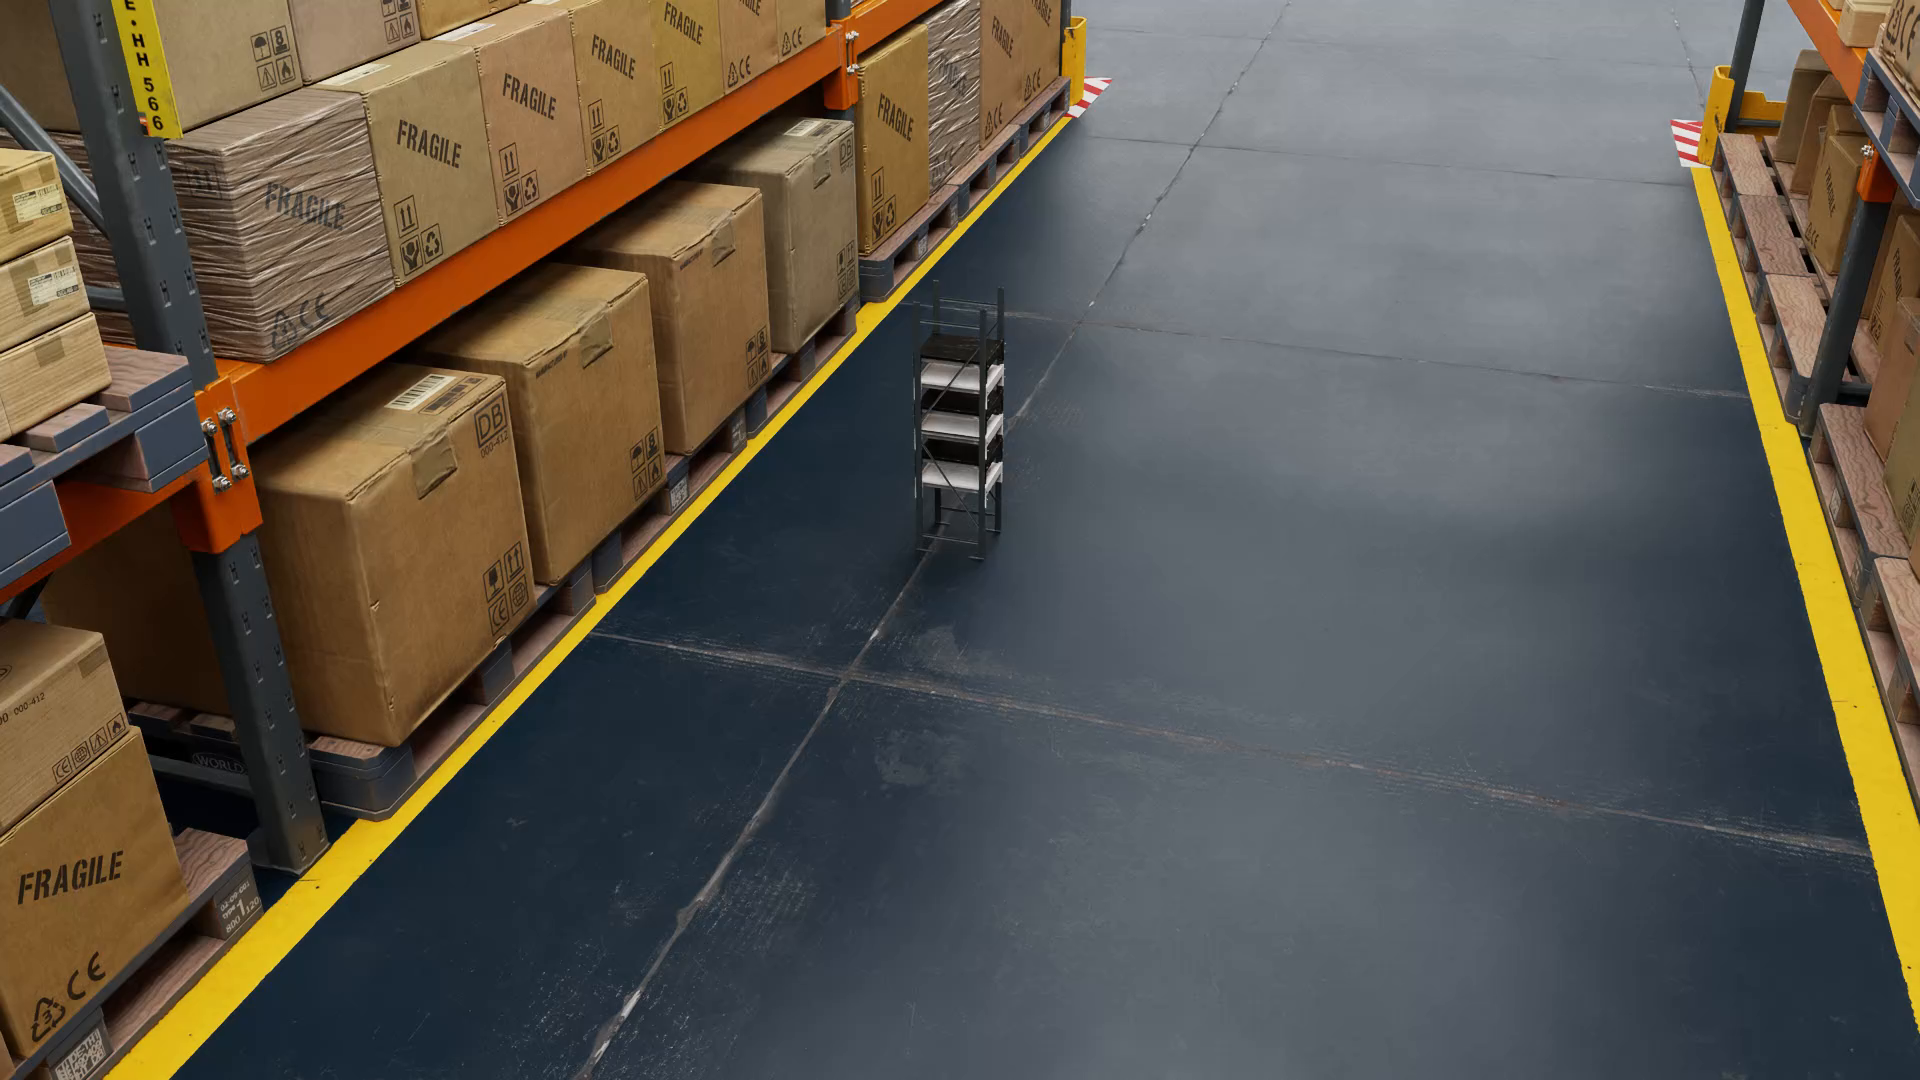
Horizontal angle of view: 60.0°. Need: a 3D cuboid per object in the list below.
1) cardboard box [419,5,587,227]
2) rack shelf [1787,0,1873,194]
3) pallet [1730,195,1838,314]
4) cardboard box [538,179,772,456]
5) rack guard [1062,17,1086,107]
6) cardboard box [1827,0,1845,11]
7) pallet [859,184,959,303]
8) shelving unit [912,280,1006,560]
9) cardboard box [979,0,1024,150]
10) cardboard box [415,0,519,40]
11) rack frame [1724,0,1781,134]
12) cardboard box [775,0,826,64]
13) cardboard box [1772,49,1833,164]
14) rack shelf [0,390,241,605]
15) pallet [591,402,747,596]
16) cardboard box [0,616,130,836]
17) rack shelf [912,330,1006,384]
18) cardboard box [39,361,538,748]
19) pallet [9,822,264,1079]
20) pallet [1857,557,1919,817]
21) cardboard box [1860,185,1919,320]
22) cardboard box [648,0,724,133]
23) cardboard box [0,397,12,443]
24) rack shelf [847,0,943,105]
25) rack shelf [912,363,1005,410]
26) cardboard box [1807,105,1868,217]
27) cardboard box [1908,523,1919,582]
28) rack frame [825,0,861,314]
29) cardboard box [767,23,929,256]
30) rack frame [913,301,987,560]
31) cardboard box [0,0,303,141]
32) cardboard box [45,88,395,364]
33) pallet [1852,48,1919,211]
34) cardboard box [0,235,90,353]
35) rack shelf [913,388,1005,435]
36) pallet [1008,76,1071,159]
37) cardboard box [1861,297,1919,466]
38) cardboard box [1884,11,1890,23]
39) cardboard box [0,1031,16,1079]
[{"bbox_3d":[-1.442,-1.239,4.789,0.500,0.500,0.500,8,30,15],"label":"cardboard box"},{"bbox_3d":[4.346,-2.274,7.491,1.077,0.370,4.000,8,30,15],"label":"rack shelf"},{"bbox_3d":[4.278,-1.326,7.916,1.003,0.211,1.213,8,30,15],"label":"pallet"},{"bbox_3d":[-1.336,-0.865,6.101,1.050,0.750,0.750,8,30,15],"label":"cardboard box"},{"bbox_3d":[0.228,-3.191,10.972,1.175,0.500,0.348,8,30,15],"label":"rack guard"},{"bbox_3d":[3.995,-2.386,7.211,0.380,0.149,0.250,8,30,15],"label":"cardboard box"},{"bbox_3d":[-0.655,-1.537,8.296,1.003,0.211,1.213,8,30,15],"label":"pallet"},{"bbox_3d":[-0.002,-0.389,5.524,0.258,0.900,0.210,8,30,15],"label":"shelving unit"},{"bbox_3d":[-0.171,-2.793,9.439,0.875,0.875,0.875,8,30,14],"label":"cardboard box"},{"bbox_3d":[-1.690,-1.716,4.618,0.700,0.500,0.500,8,30,14],"label":"cardboard box"},{"bbox_3d":[4.933,-3.517,8.987,1.000,3.000,0.127,8,30,15],"label":"rack frame"},{"bbox_3d":[-0.851,-2.176,6.474,0.500,0.500,0.500,8,30,15],"label":"cardboard box"},{"bbox_3d":[4.733,-2.321,8.976,0.500,0.500,0.500,14,32,24],"label":"cardboard box"},{"bbox_3d":[-2.714,0.689,2.165,1.077,0.370,4.000,8,30,15],"label":"rack shelf"},{"bbox_3d":[-1.464,-0.257,5.994,1.003,0.211,1.213,8,30,15],"label":"pallet"},{"bbox_3d":[-2.077,0.382,3.346,0.500,0.250,0.500,8,30,14],"label":"cardboard box"},{"bbox_3d":[-0.002,-0.596,5.409,0.258,0.077,0.200,8,30,15],"label":"rack shelf"},{"bbox_3d":[-1.863,-0.025,4.591,1.050,0.750,0.750,8,30,14],"label":"cardboard box"},{"bbox_3d":[-2.358,1.027,3.686,1.003,0.211,1.213,8,30,15],"label":"pallet"},{"bbox_3d":[3.175,0.491,4.650,1.003,0.211,1.213,8,30,15],"label":"pallet"},{"bbox_3d":[4.075,-1.197,6.956,0.500,0.500,0.500,19,34,30],"label":"cardboard box"},{"bbox_3d":[-1.147,-1.707,5.629,0.500,0.500,0.500,9,30,15],"label":"cardboard box"},{"bbox_3d":[-1.907,-0.218,2.883,0.380,0.149,0.250,8,30,15],"label":"cardboard box"},{"bbox_3d":[-0.366,-3.028,8.848,1.077,0.370,4.000,8,30,15],"label":"rack shelf"},{"bbox_3d":[-0.002,-0.518,5.453,0.258,0.077,0.200,8,30,15],"label":"rack shelf"},{"bbox_3d":[4.389,-1.750,7.949,0.500,0.500,0.500,11,31,20],"label":"cardboard box"},{"bbox_3d":[3.236,0.003,4.778,0.700,0.500,0.500,6,30,11],"label":"cardboard box"},{"bbox_3d":[-0.953,-2.413,7.003,1.000,3.000,0.127,8,30,15],"label":"rack frame"},{"bbox_3d":[-0.702,-1.951,7.924,0.875,0.875,0.875,9,30,16],"label":"cardboard box"},{"bbox_3d":[-0.032,-0.342,5.440,0.240,0.900,0.006,8,30,15],"label":"rack frame"},{"bbox_3d":[-1.986,-1.242,3.766,0.700,0.500,0.500,8,30,15],"label":"cardboard box"},{"bbox_3d":[-1.737,-0.768,3.942,0.500,0.500,0.500,9,30,15],"label":"cardboard box"},{"bbox_3d":[3.395,-1.240,5.091,1.003,0.211,1.213,8,30,15],"label":"pallet"},{"bbox_3d":[-1.837,-0.464,3.018,0.380,0.149,0.250,9,30,16],"label":"cardboard box"},{"bbox_3d":[-0.002,-0.439,5.497,0.258,0.077,0.200,8,30,15],"label":"rack shelf"},{"bbox_3d":[0.061,-2.671,10.334,1.003,0.211,1.213,8,30,15],"label":"pallet"},{"bbox_3d":[3.558,-0.476,5.639,0.700,0.500,0.500,6,30,11],"label":"cardboard box"},{"bbox_3d":[3.754,-1.913,6.362,0.380,0.149,0.250,8,30,15],"label":"cardboard box"},{"bbox_3d":[-2.226,0.938,3.117,0.500,0.500,0.500,10,31,17],"label":"cardboard box"}]
